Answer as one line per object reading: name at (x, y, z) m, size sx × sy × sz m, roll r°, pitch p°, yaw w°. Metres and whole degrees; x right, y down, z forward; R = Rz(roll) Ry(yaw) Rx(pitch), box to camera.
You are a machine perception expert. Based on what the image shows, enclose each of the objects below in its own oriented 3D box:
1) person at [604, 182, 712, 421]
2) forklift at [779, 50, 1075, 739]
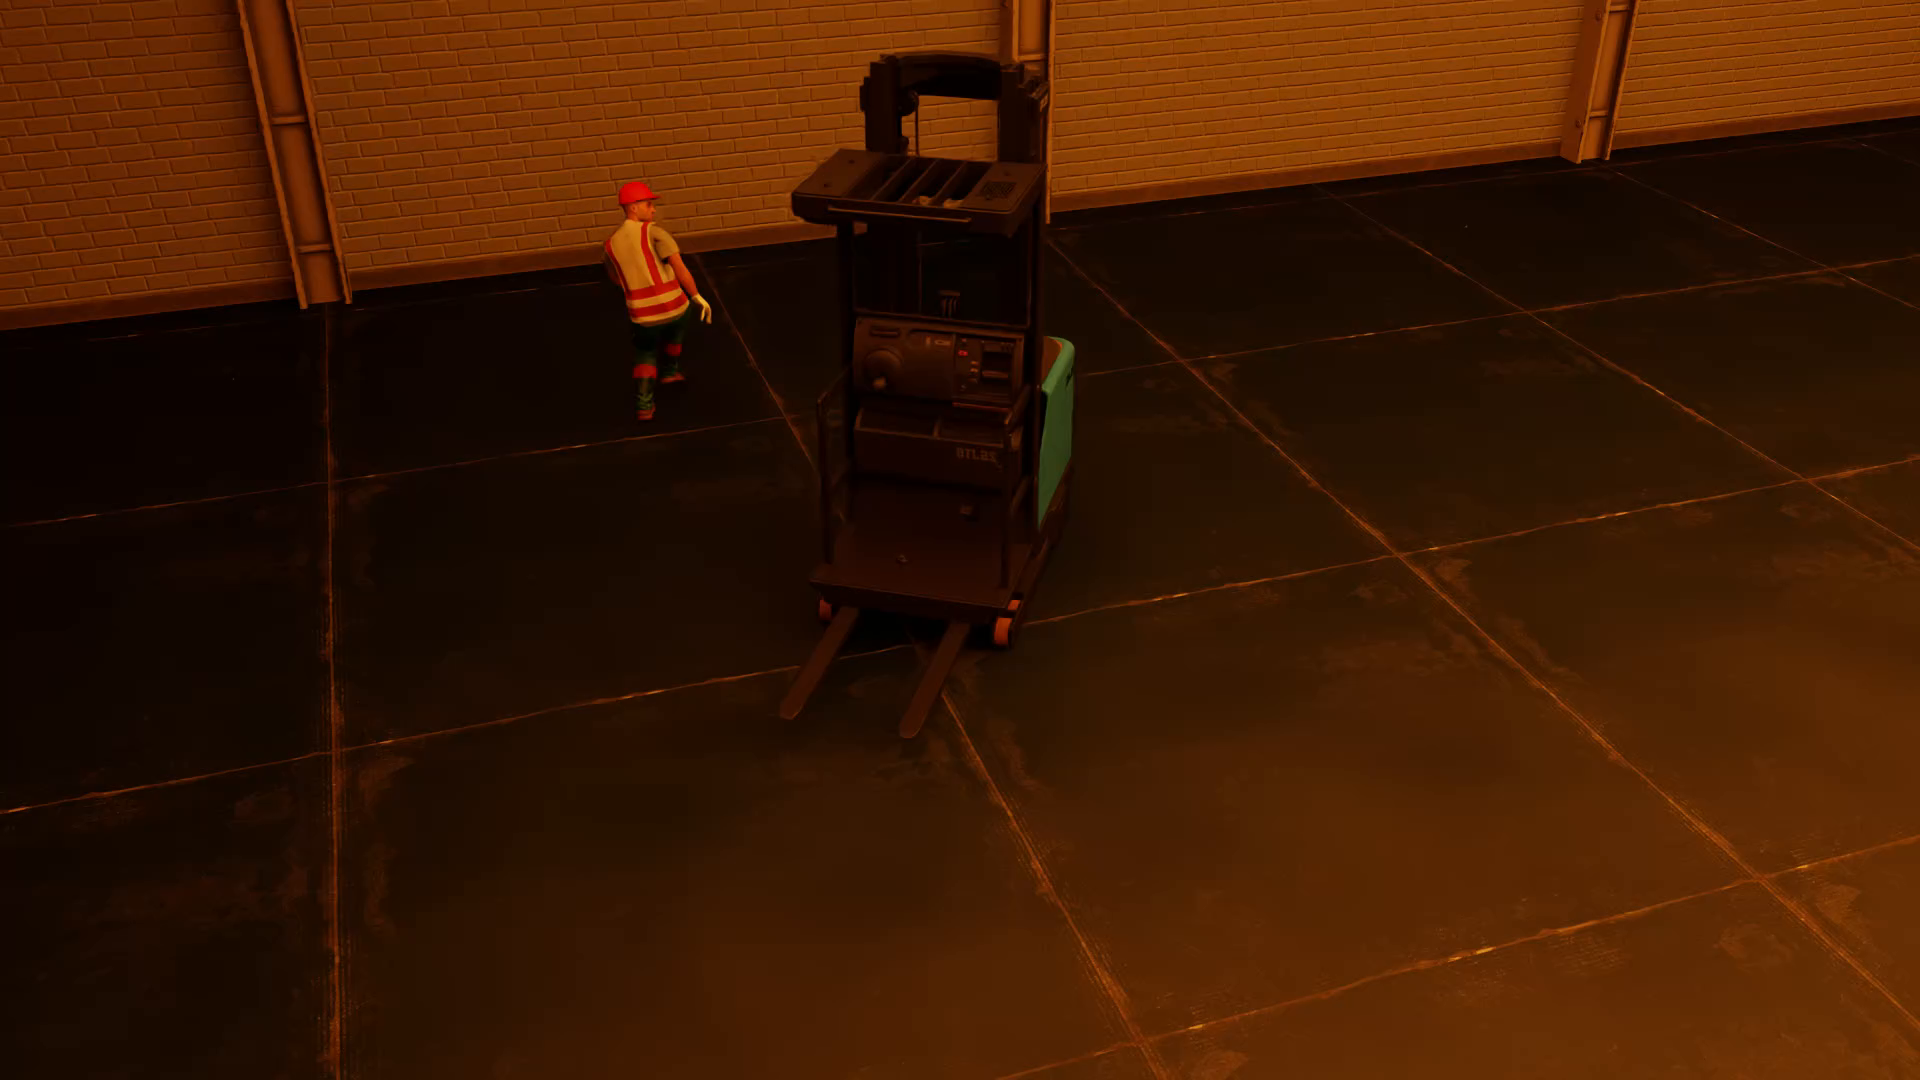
person at (-2.010, -1.648, 11.324) m, size 0.779 × 1.587 × 0.811 m, roll 2°, pitch 30°, yaw 4°
forklift at (-0.170, -0.902, 8.655) m, size 1.130 × 2.935 × 3.031 m, roll 8°, pitch 31°, yaw 13°
